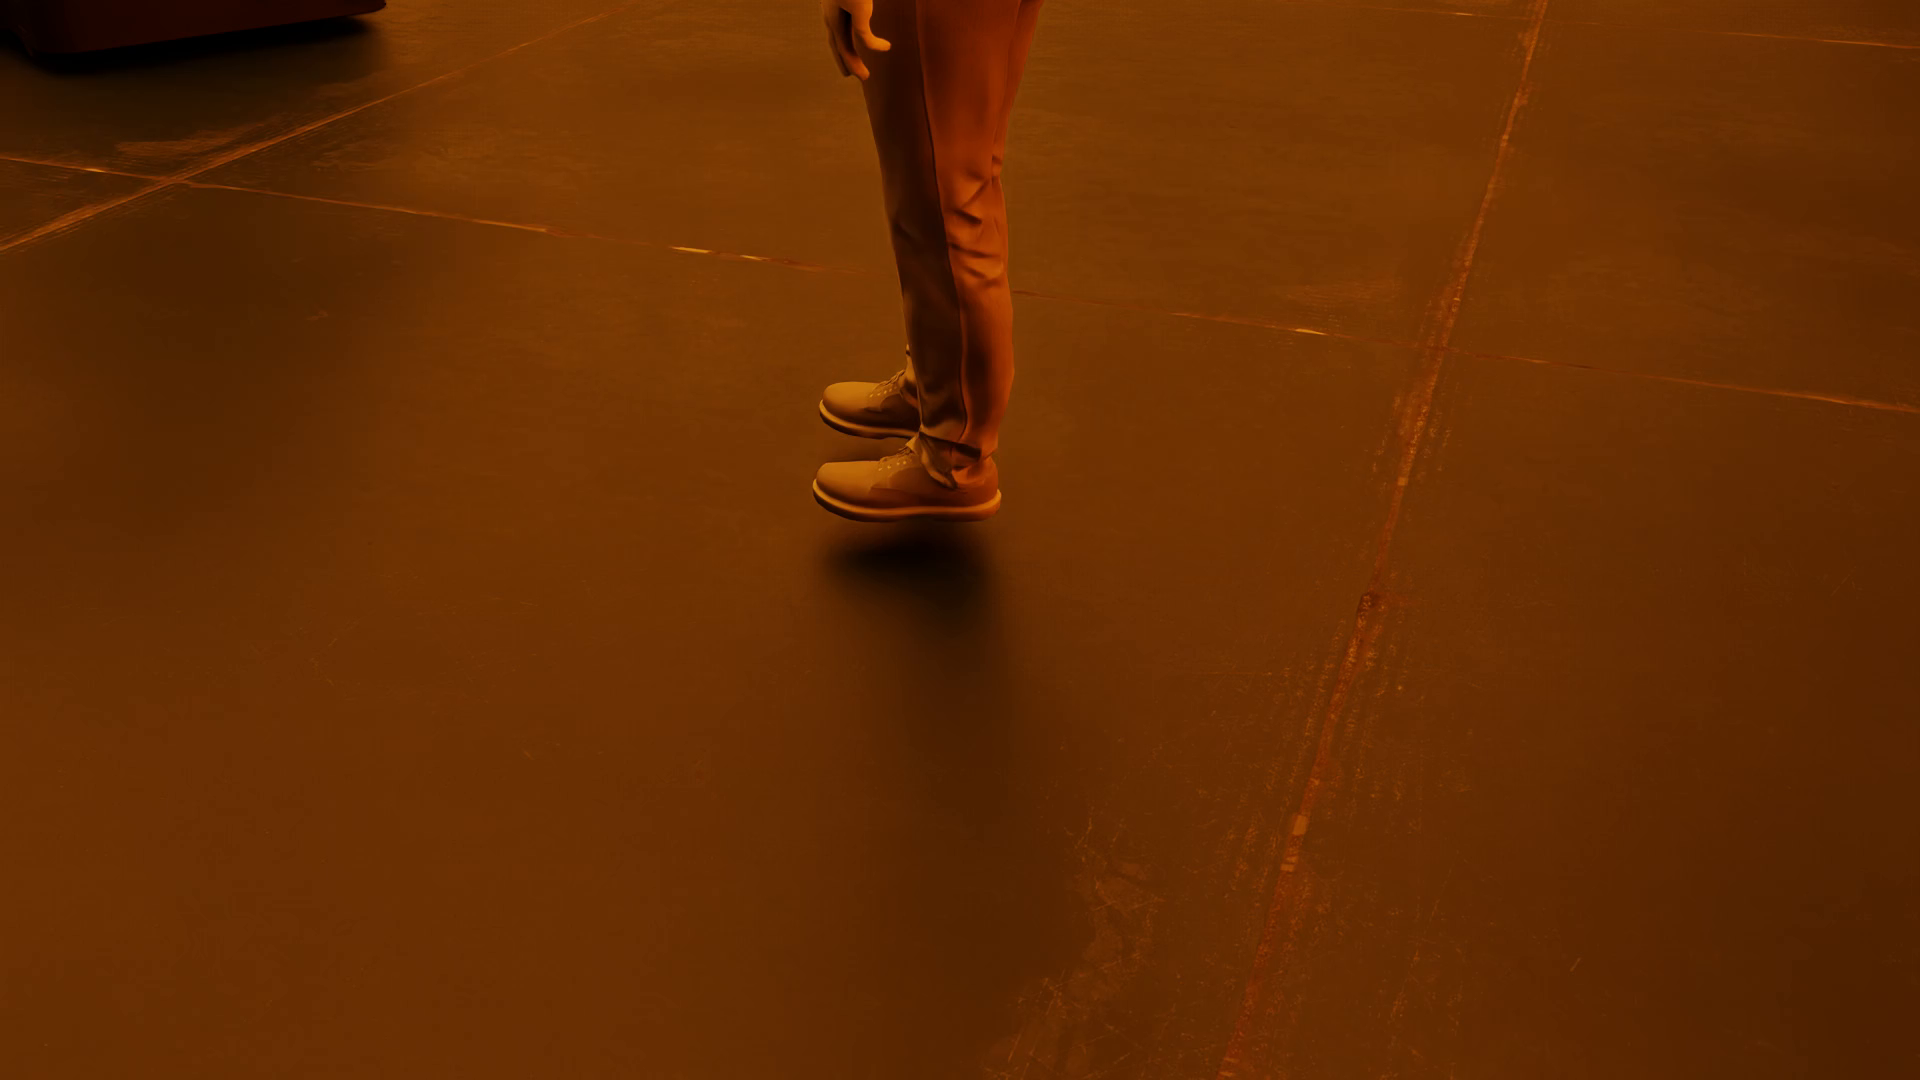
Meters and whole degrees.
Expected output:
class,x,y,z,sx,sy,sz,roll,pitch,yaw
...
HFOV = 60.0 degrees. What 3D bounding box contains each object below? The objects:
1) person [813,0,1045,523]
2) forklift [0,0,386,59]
class,x,y,z,sx,sy,sz,roll,pitch,yaw
person,-0.062,-0.793,2.085,0.530,1.694,0.586,10,31,18
forklift,-3.178,-3.358,5.454,1.130,2.935,3.031,-21,36,-33
